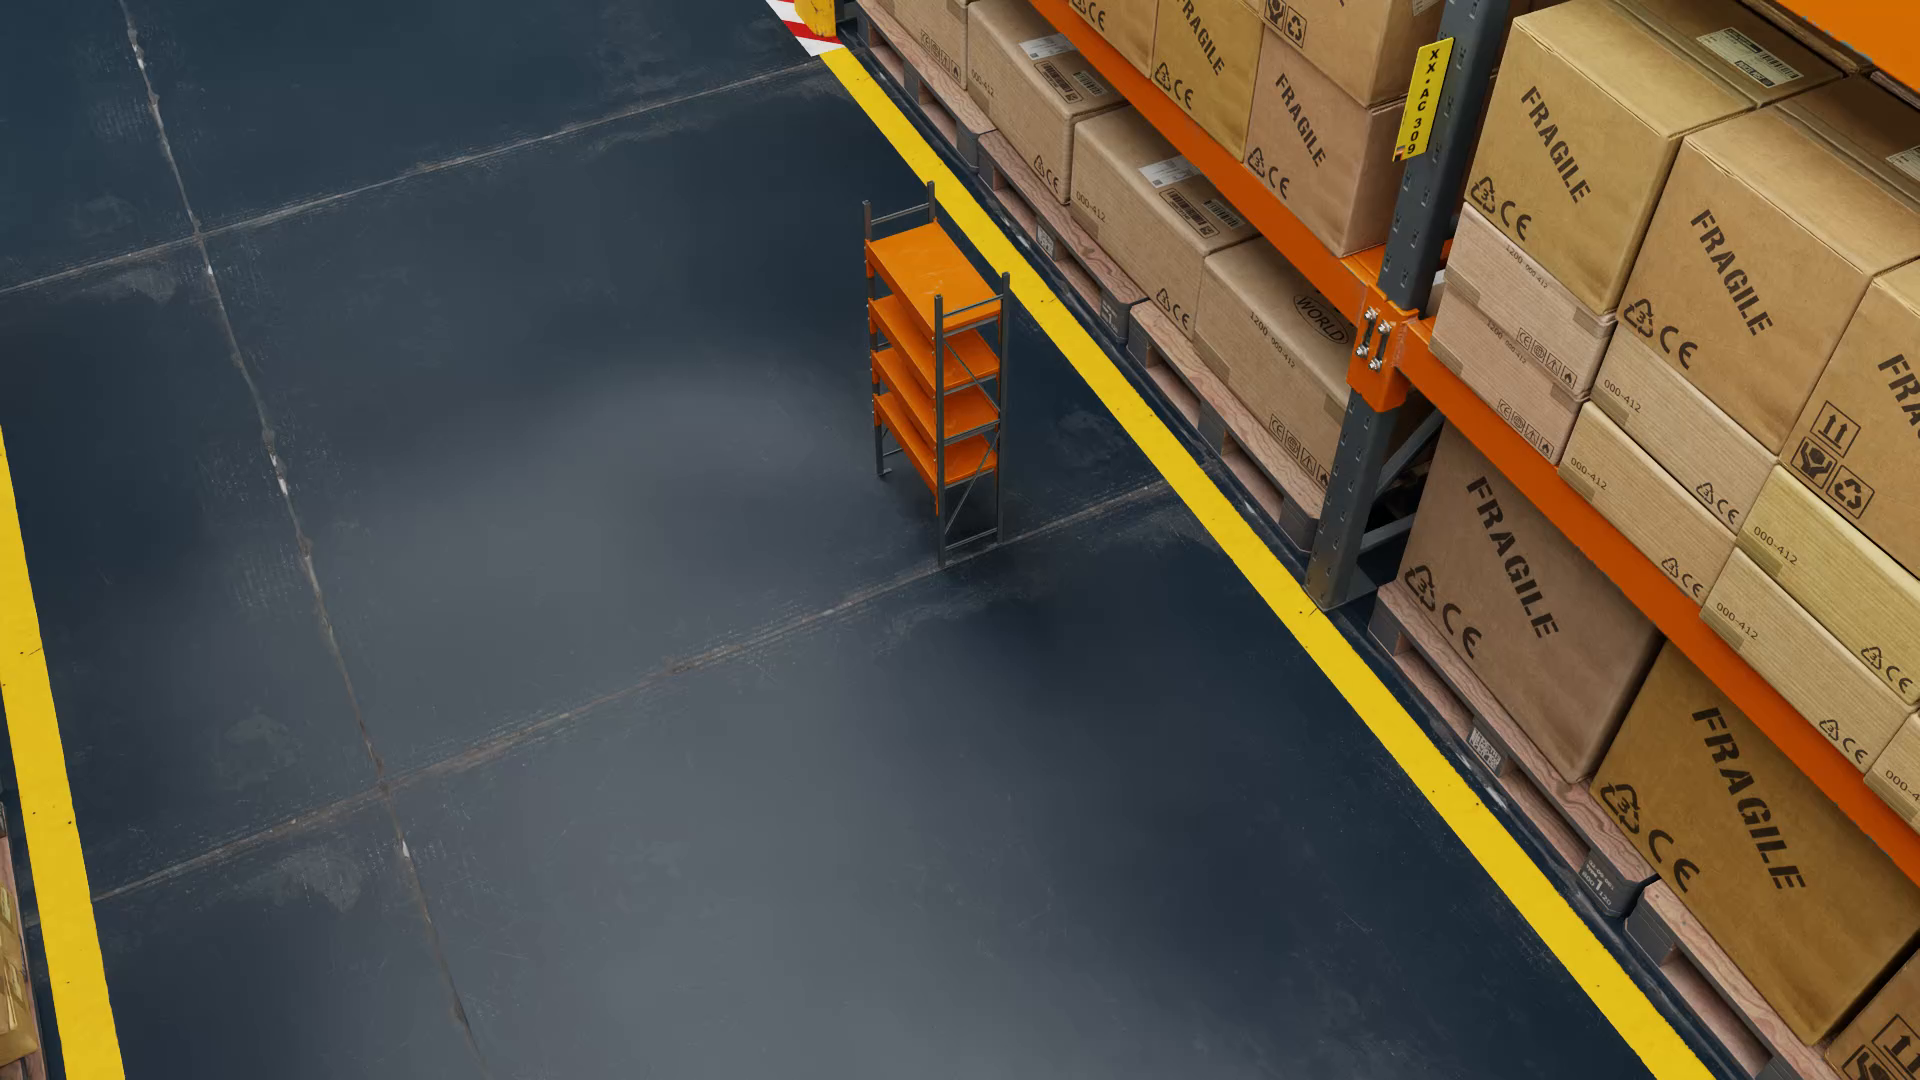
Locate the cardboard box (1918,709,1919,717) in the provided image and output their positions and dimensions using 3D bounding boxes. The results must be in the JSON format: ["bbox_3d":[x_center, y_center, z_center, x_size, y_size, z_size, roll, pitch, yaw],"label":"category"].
[{"bbox_3d":[2.278,0.347,3.221,0.500,0.250,0.500,-23,53,-19],"label":"cardboard box"}]

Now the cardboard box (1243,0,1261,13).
[{"bbox_3d":[0.937,-1.879,4.670,0.500,0.500,0.500,-22,52,-18],"label":"cardboard box"}]

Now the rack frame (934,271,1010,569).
[{"bbox_3d":[0.036,-0.342,5.252,0.240,1.200,0.015,-21,52,-18],"label":"rack frame"}]

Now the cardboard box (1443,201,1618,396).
[{"bbox_3d":[1.574,-0.677,4.117,0.500,0.250,0.500,-23,53,-19],"label":"cardboard box"}]

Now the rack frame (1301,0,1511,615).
[{"bbox_3d":[1.624,-0.954,4.591,1.000,3.000,0.127,-21,52,-18],"label":"rack frame"}]

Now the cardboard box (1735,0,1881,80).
[{"bbox_3d":[2.052,-1.103,3.991,0.500,0.500,0.500,-20,52,-16],"label":"cardboard box"}]

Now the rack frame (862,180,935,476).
[{"bbox_3d":[-0.187,-0.669,5.538,0.240,1.200,0.015,-21,52,-18],"label":"rack frame"}]

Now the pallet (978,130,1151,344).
[{"bbox_3d":[0.783,-1.389,6.825,1.003,0.211,1.213,-21,52,-18],"label":"pallet"}]

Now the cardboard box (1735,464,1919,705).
[{"bbox_3d":[2.045,0.009,3.517,0.500,0.250,0.500,-21,52,-17],"label":"cardboard box"}]

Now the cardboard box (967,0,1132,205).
[{"bbox_3d":[0.611,-1.909,6.850,0.875,0.438,0.875,-20,52,-17],"label":"cardboard box"}]

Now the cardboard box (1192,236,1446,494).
[{"bbox_3d":[1.432,-0.705,5.797,0.875,0.438,0.875,-22,52,-18],"label":"cardboard box"}]

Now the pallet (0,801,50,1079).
[{"bbox_3d":[-3.070,1.300,4.473,1.003,0.211,1.213,-21,52,-18],"label":"pallet"}]

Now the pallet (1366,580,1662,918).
[{"bbox_3d":[2.044,0.455,5.212,1.003,0.211,1.213,-21,52,-18],"label":"pallet"}]

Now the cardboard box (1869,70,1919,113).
[{"bbox_3d":[2.295,-0.759,3.691,0.500,0.500,0.500,-20,52,-17],"label":"cardboard box"}]

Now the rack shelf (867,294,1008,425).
[{"bbox_3d":[-0.076,-0.609,5.278,0.258,0.148,0.480,-21,52,-18],"label":"rack shelf"}]

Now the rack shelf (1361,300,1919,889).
[{"bbox_3d":[2.539,0.622,3.691,1.077,0.370,4.000,-21,52,-18],"label":"rack shelf"}]

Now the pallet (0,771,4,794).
[{"bbox_3d":[-3.632,0.482,5.188,1.003,0.211,1.213,-21,52,-18],"label":"pallet"}]

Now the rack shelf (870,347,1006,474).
[{"bbox_3d":[-0.076,-0.462,5.446,0.258,0.148,0.480,-21,52,-18],"label":"rack shelf"}]

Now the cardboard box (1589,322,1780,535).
[{"bbox_3d":[1.838,-0.338,3.820,0.500,0.250,0.500,-20,52,-17],"label":"cardboard box"}]

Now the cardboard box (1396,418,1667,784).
[{"bbox_3d":[1.979,-0.005,4.894,0.875,0.875,0.875,-20,52,-16],"label":"cardboard box"}]

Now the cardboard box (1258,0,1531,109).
[{"bbox_3d":[1.162,-1.536,4.370,0.500,0.500,0.500,-22,52,-18],"label":"cardboard box"}]

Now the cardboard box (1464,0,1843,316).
[{"bbox_3d":[1.570,-0.922,3.833,0.500,0.500,0.500,-21,52,-17],"label":"cardboard box"}]

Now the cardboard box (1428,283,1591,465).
[{"bbox_3d":[1.590,-0.519,4.311,0.500,0.250,0.500,-22,52,-18],"label":"cardboard box"}]

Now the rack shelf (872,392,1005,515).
[{"bbox_3d":[-0.076,-0.331,5.595,0.258,0.148,0.480,-21,52,-18],"label":"rack shelf"}]

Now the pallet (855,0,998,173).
[{"bbox_3d":[0.229,-2.204,7.538,1.003,0.211,1.213,-21,52,-18],"label":"pallet"}]

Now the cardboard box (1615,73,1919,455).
[{"bbox_3d":[1.827,-0.591,3.544,0.500,0.500,0.500,-21,52,-18],"label":"cardboard box"}]

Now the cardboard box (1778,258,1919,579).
[{"bbox_3d":[2.054,-0.255,3.249,0.500,0.500,0.500,-22,52,-18],"label":"cardboard box"}]

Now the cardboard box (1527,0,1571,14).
[{"bbox_3d":[1.621,-1.718,4.529,0.500,0.500,0.500,-21,52,-17],"label":"cardboard box"}]

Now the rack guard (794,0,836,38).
[{"bbox_3d":[-0.218,-2.824,7.888,1.175,0.500,0.348,-21,52,-18],"label":"rack guard"}]

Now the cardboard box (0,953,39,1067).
[{"bbox_3d":[-2.612,1.265,4.266,0.380,0.149,0.250,-23,53,-19],"label":"cardboard box"}]

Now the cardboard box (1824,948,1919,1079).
[{"bbox_3d":[2.808,1.196,3.844,0.875,0.875,0.875,-21,52,-17],"label":"cardboard box"}]

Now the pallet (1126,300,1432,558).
[{"bbox_3d":[1.345,-0.571,6.110,1.003,0.211,1.213,-21,52,-18],"label":"pallet"}]

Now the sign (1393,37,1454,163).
[{"bbox_3d":[1.131,-1.072,4.067,0.100,0.325,0.005,-21,52,-18],"label":"sign"}]

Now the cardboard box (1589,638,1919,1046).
[{"bbox_3d":[2.399,0.597,4.368,0.875,0.875,0.875,-20,52,-16],"label":"cardboard box"}]

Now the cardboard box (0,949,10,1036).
[{"bbox_3d":[-2.613,1.169,4.152,0.380,0.149,0.250,-19,51,-16],"label":"cardboard box"}]

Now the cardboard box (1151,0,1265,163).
[{"bbox_3d":[0.944,-1.551,5.048,0.500,0.500,0.500,-22,52,-18],"label":"cardboard box"}]

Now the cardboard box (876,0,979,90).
[{"bbox_3d":[0.184,-2.518,7.383,0.875,0.438,0.875,-23,53,-19],"label":"cardboard box"}]

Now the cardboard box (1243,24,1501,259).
[{"bbox_3d":[1.184,-1.209,4.748,0.500,0.500,0.500,-21,52,-17],"label":"cardboard box"}]

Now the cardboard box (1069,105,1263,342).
[{"bbox_3d":[1.022,-1.304,6.321,0.875,0.438,0.875,-23,53,-19],"label":"cardboard box"}]

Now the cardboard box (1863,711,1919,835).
[{"bbox_3d":[2.270,0.513,3.408,0.500,0.250,0.500,-22,52,-18],"label":"cardboard box"}]

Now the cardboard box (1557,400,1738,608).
[{"bbox_3d":[1.829,-0.173,4.008,0.500,0.250,0.500,-22,52,-18],"label":"cardboard box"}]

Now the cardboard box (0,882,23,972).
[{"bbox_3d":[-2.734,1.087,4.422,0.380,0.149,0.250,-20,52,-16],"label":"cardboard box"}]

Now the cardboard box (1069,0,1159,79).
[{"bbox_3d":[0.701,-1.883,5.337,0.500,0.500,0.500,-22,52,-18],"label":"cardboard box"}]

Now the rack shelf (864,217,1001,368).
[{"bbox_3d":[-0.076,-0.764,5.099,0.258,0.148,0.480,-21,52,-18],"label":"rack shelf"}]

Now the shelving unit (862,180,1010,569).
[{"bbox_3d":[-0.076,-0.506,5.395,0.258,1.200,0.503,-21,52,-18],"label":"shelving unit"}]

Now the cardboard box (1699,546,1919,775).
[{"bbox_3d":[2.049,0.176,3.703,0.500,0.250,0.500,-22,52,-18],"label":"cardboard box"}]

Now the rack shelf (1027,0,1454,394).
[{"bbox_3d":[0.709,-2.055,6.033,1.077,0.370,4.000,-21,52,-18],"label":"rack shelf"}]

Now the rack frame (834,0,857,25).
[{"bbox_3d":[-0.207,-3.631,6.933,1.000,3.000,0.127,-21,52,-18],"label":"rack frame"}]

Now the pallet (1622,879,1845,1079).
[{"bbox_3d":[2.606,1.273,4.497,1.003,0.211,1.213,-21,52,-18],"label":"pallet"}]
